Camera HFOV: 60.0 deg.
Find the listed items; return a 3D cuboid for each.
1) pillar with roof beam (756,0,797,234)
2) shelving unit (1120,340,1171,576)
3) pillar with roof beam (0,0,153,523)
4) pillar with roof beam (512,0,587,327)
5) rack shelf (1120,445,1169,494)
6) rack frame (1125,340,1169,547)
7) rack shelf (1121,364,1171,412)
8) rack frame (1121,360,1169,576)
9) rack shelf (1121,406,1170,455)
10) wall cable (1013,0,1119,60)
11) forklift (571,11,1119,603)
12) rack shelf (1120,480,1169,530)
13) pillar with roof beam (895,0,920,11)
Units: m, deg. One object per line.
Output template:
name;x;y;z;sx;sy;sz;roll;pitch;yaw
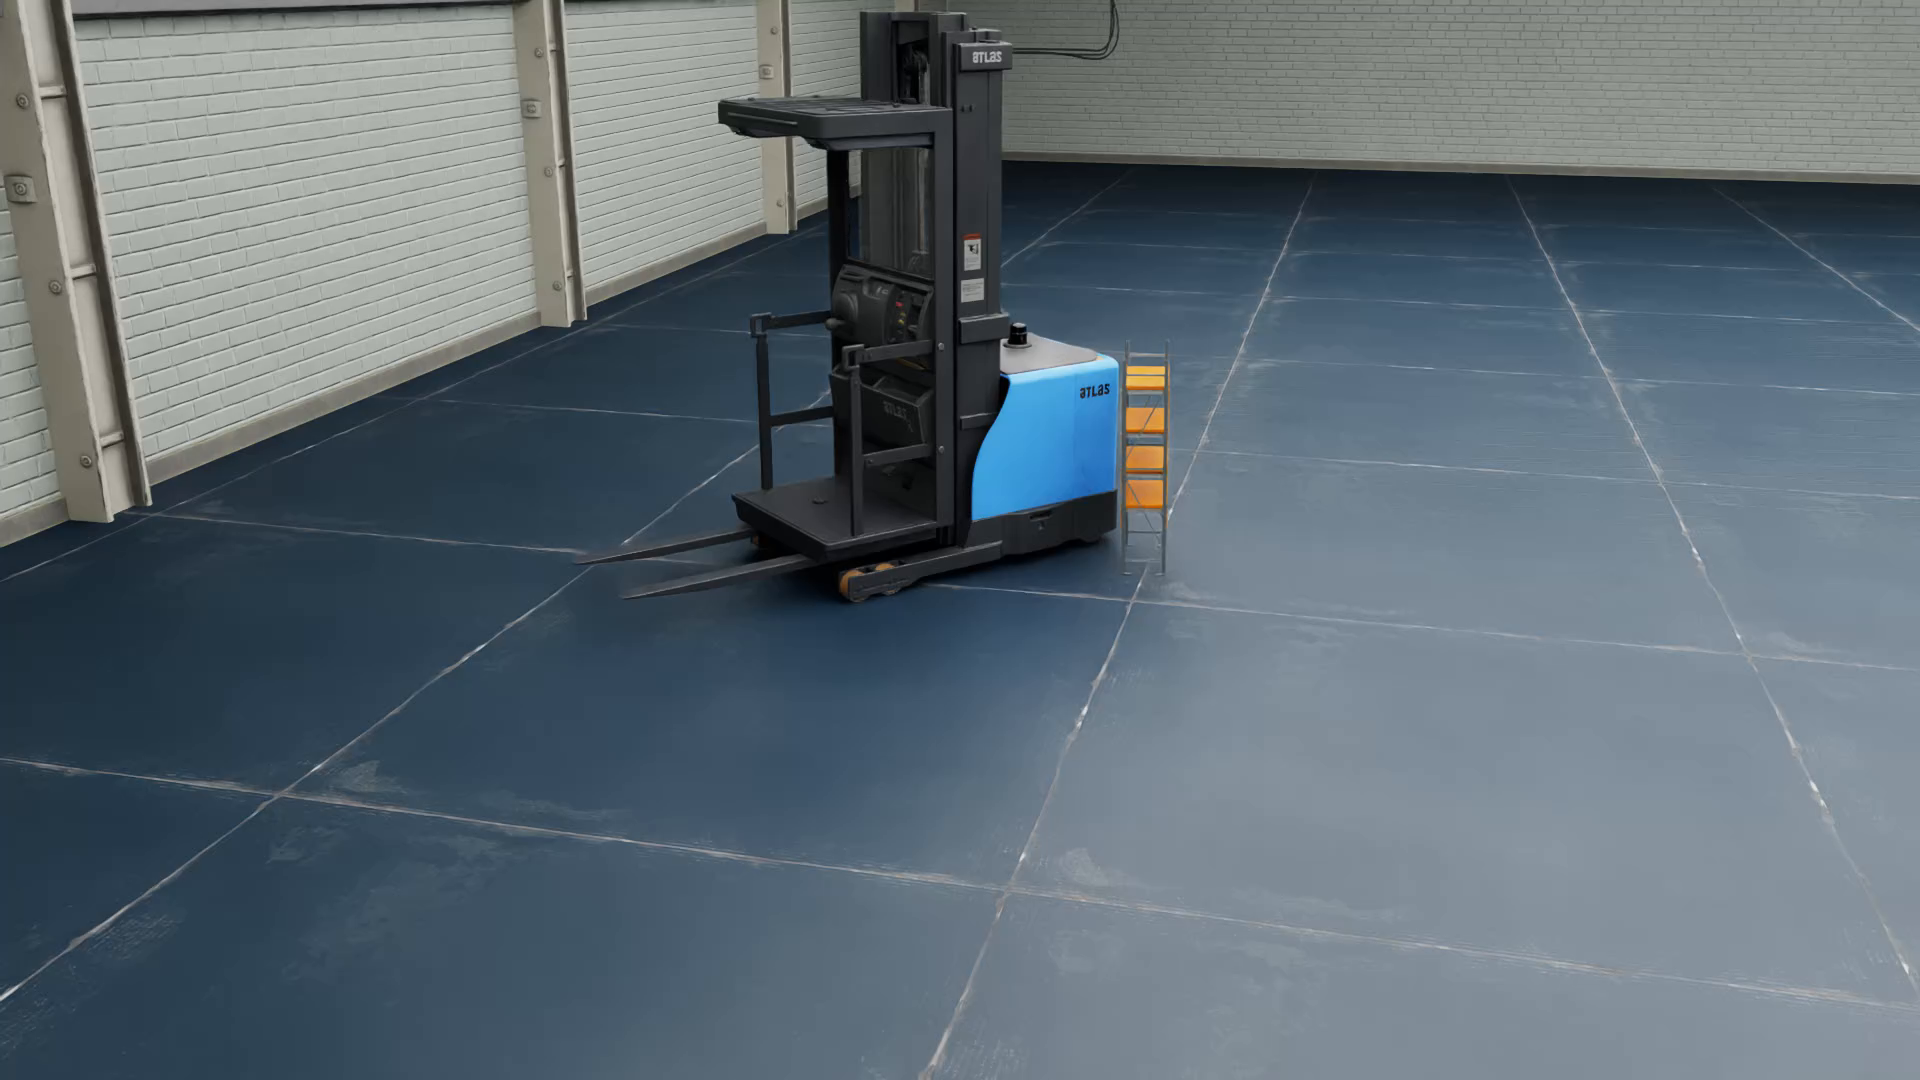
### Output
pillar with roof beam;1.889;-7.856;18.764;9.100;9.000;0.400;5;19;13
shelving unit;1.021;-0.456;9.155;0.258;1.200;0.503;1;19;7
pillar with roof beam;-1.042;-4.094;7.753;9.100;9.000;0.400;5;19;13
pillar with roof beam;0.424;-5.975;13.259;9.100;9.000;0.400;5;19;13
rack shelf;1.023;-0.392;9.177;0.258;0.148;0.480;1;19;7
rack frame;1.052;-0.534;9.384;0.240;1.200;0.015;1;19;7
rack shelf;1.011;-0.828;9.030;0.258;0.148;0.480;1;19;7
rack frame;0.991;-0.378;8.926;0.240;1.200;0.015;1;19;7
rack shelf;1.017;-0.604;9.105;0.258;0.148;0.480;1;19;7
wall cable;1.183;-9.426;28.165;3.097;2.526;0.112;5;19;13
forklift;-0.595;-1.253;8.820;3.031;2.935;1.130;-12;22;-32
rack shelf;1.028;-0.204;9.240;0.258;0.148;0.480;1;19;7
pillar with roof beam;3.355;-9.736;24.270;9.100;9.000;0.400;5;19;13
